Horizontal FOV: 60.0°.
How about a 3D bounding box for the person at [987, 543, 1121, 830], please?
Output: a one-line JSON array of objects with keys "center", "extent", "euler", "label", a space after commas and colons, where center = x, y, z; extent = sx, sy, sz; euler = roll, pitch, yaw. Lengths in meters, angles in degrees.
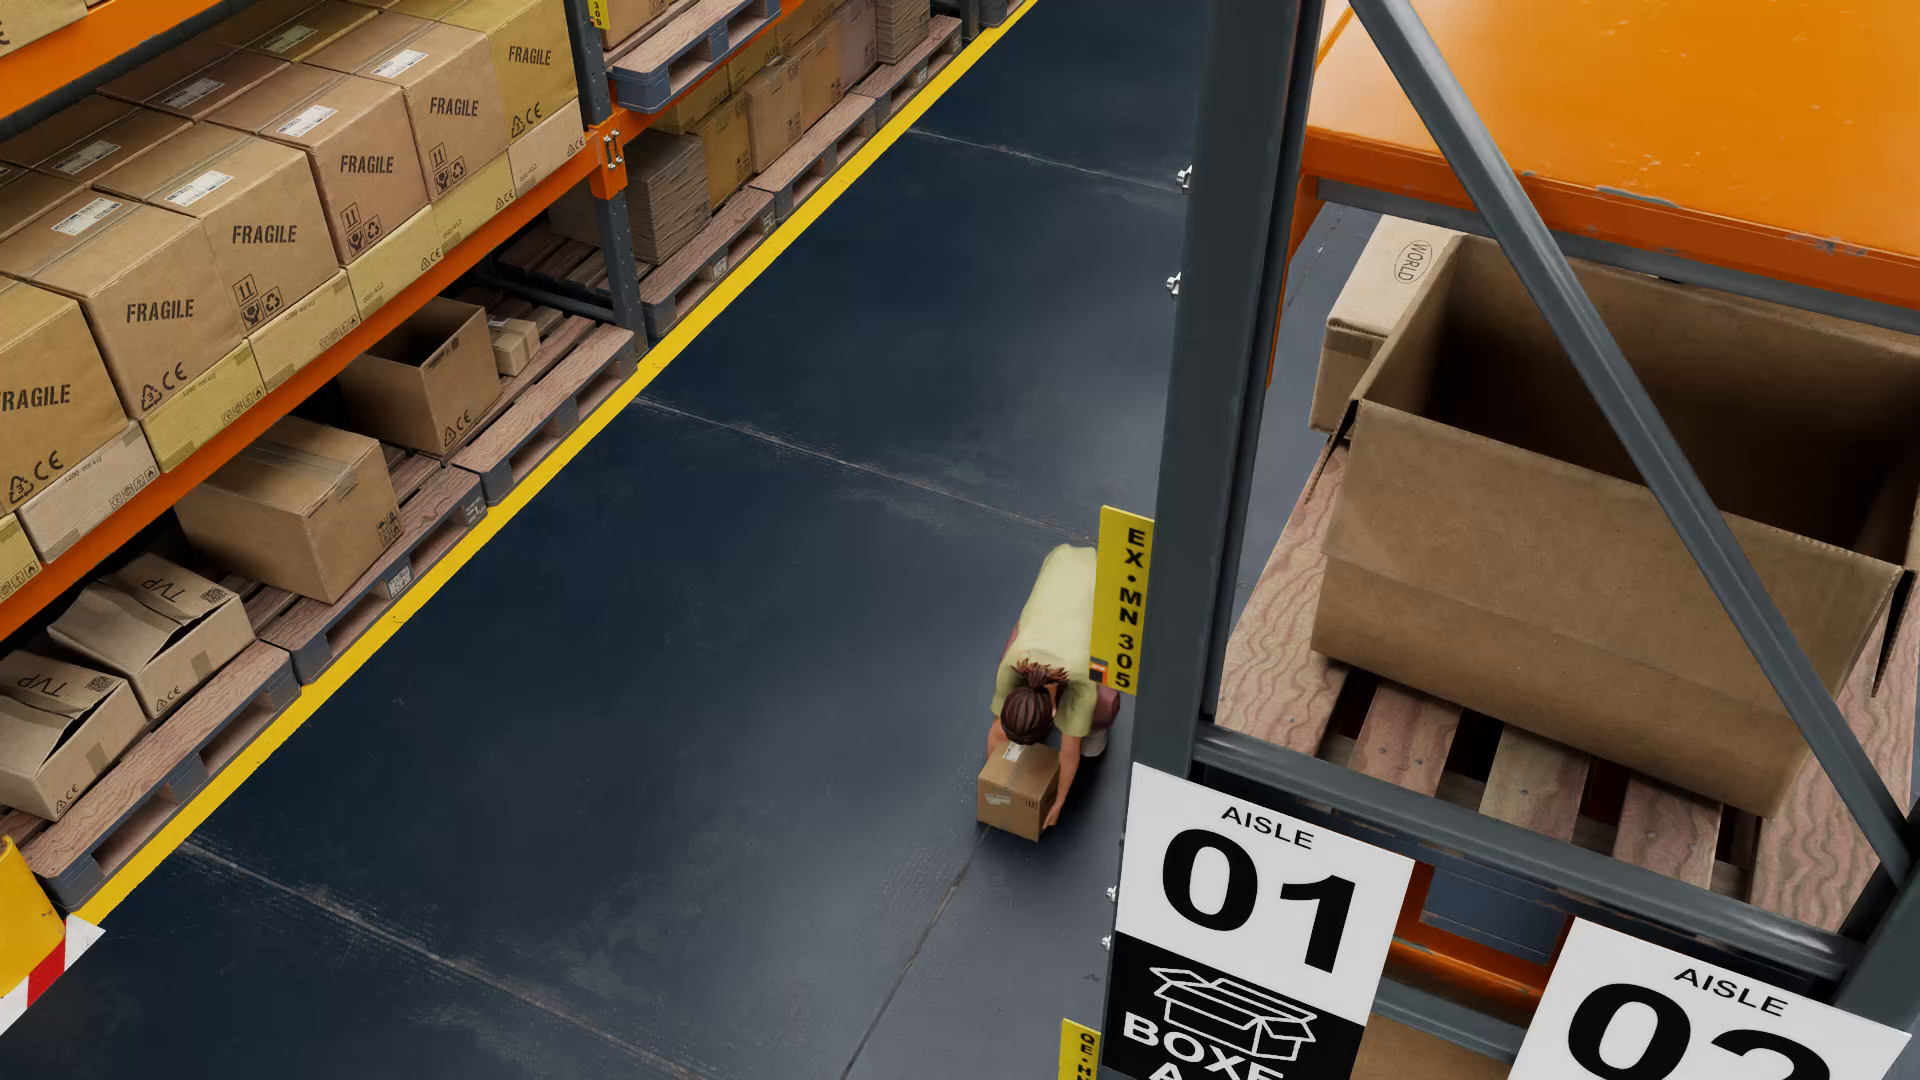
[{"center": [0.373, 0.531, 6.228], "extent": [0.477, 0.827, 0.858], "euler": [15, 44, 16], "label": "person"}]
